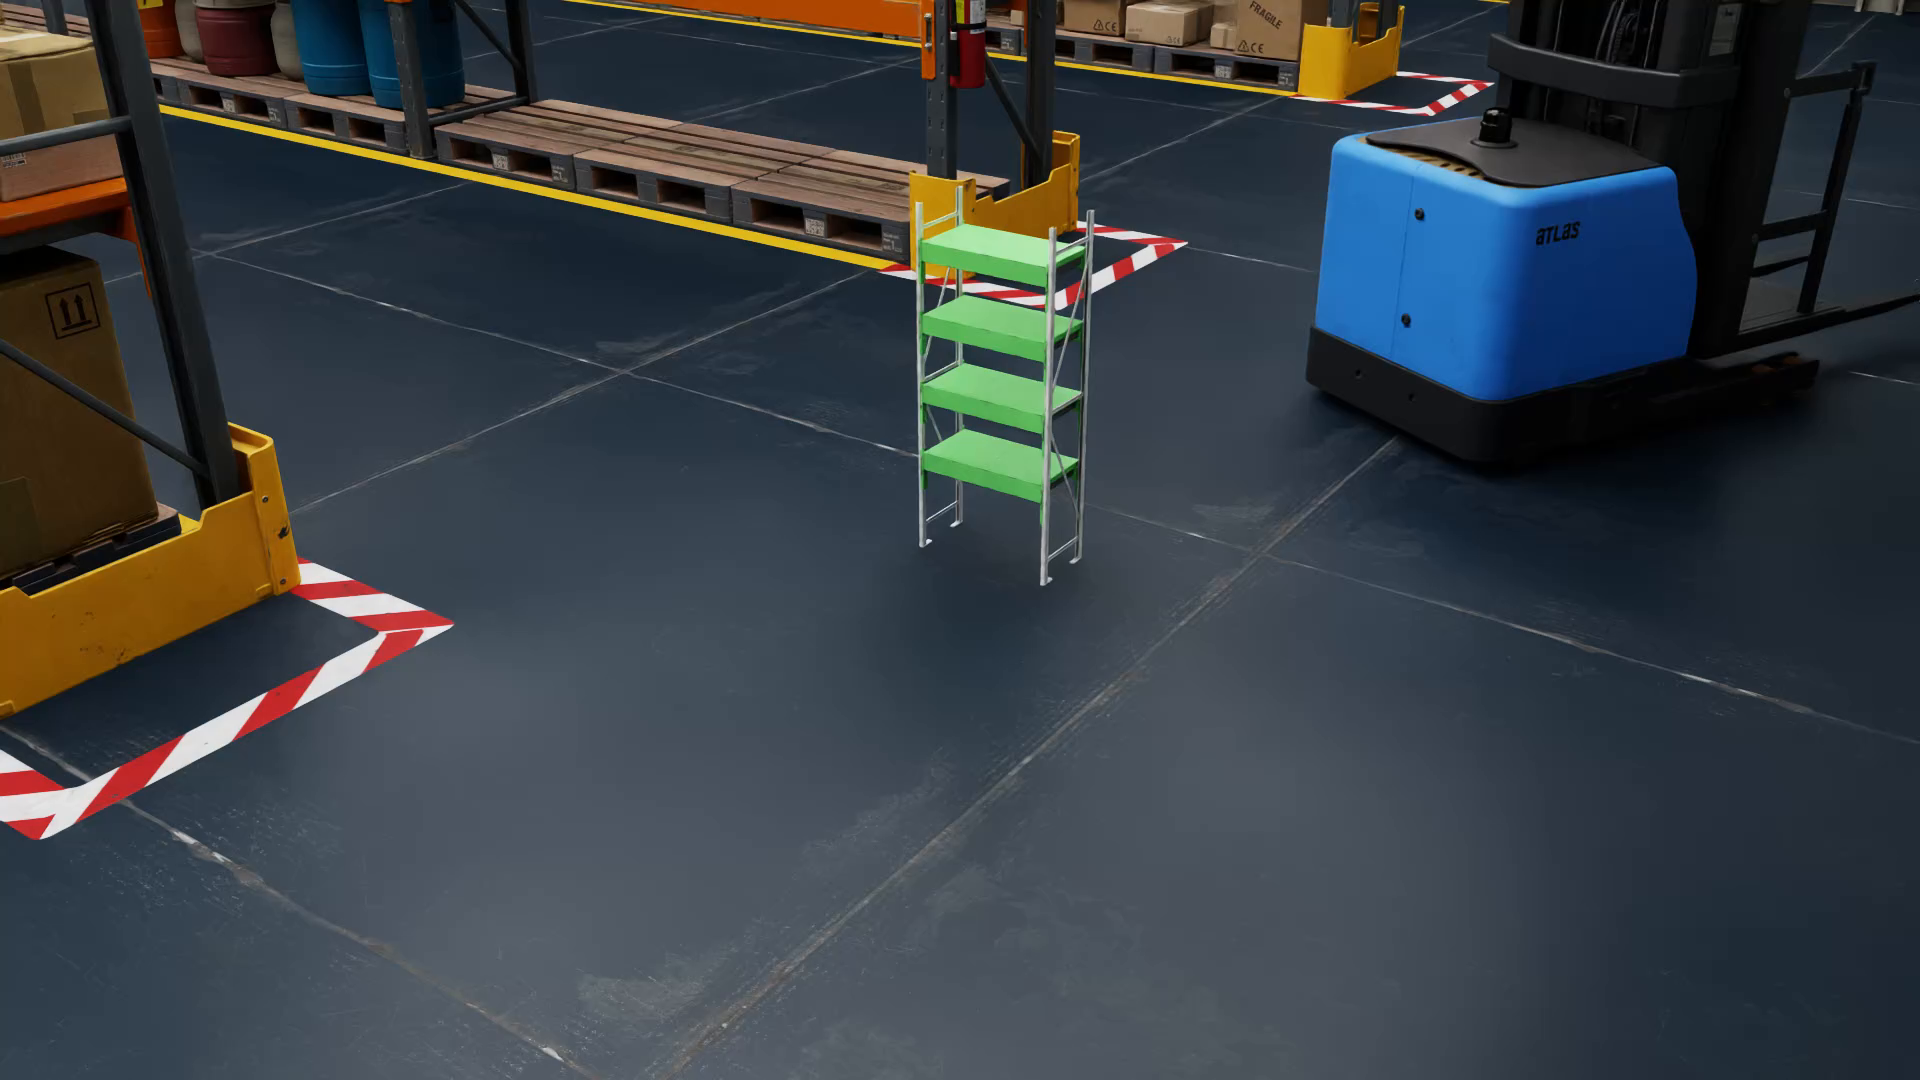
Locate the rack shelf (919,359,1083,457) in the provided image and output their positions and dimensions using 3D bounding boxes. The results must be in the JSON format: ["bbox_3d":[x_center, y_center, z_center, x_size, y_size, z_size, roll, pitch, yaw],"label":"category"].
[{"bbox_3d":[0.136,-0.435,5.423,0.480,0.148,0.258,17,32,30],"label":"rack shelf"}]

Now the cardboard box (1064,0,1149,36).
[{"bbox_3d":[1.230,-4.366,13.290,0.637,0.503,0.797,17,32,30],"label":"cardboard box"}]

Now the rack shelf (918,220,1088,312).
[{"bbox_3d":[0.136,-0.863,5.206,0.480,0.148,0.258,17,32,30],"label":"rack shelf"}]

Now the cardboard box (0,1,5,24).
[{"bbox_3d":[-3.291,-1.786,4.963,0.500,0.500,0.500,16,31,29],"label":"cardboard box"}]

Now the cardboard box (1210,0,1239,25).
[{"bbox_3d":[2.276,-4.081,13.008,0.500,0.250,0.500,17,32,30],"label":"cardboard box"}]

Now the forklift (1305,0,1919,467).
[{"bbox_3d":[2.973,-2.052,6.550,3.031,2.935,1.130,-14,30,-26],"label":"forklift"}]

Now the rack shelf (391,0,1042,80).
[{"bbox_3d":[-1.481,-3.078,9.284,4.000,0.370,1.077,17,32,30],"label":"rack shelf"}]

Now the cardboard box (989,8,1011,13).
[{"bbox_3d":[0.308,-4.805,14.155,0.500,0.500,0.500,17,32,30],"label":"cardboard box"}]

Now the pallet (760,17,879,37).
[{"bbox_3d":[-1.014,-4.715,14.783,1.213,0.211,1.003,17,32,30],"label":"pallet"}]

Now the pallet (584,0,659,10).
[{"bbox_3d":[-3.025,-5.342,16.014,1.213,0.211,1.003,17,32,30],"label":"pallet"}]

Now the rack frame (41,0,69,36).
[{"bbox_3d":[-6.427,-4.939,12.149,0.127,3.000,1.000,17,32,30],"label":"rack frame"}]

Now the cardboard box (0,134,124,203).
[{"bbox_3d":[-2.742,-1.136,4.952,0.250,0.149,0.380,18,32,31],"label":"cardboard box"}]

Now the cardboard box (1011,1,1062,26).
[{"bbox_3d":[0.620,-4.290,13.510,0.250,0.166,0.380,17,32,30],"label":"cardboard box"}]

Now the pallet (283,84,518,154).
[{"bbox_3d":[-3.742,-2.883,11.183,1.213,0.211,1.003,17,32,30],"label":"pallet"}]

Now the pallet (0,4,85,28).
[{"bbox_3d":[-8.045,-4.224,13.817,1.213,0.211,1.003,17,32,30],"label":"pallet"}]

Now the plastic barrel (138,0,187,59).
[{"bbox_3d":[-6.014,-4.040,12.311,0.708,0.830,0.600,17,32,30],"label":"plastic barrel"}]

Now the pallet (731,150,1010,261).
[{"bbox_3d":[-0.490,-1.869,9.189,1.213,0.211,1.003,17,32,30],"label":"pallet"}]

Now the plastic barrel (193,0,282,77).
[{"bbox_3d":[-5.083,-3.643,11.796,0.708,0.588,0.600,17,32,30],"label":"plastic barrel"}]

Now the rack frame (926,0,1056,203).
[{"bbox_3d":[0.168,-2.885,8.112,0.127,3.000,1.000,17,32,30],"label":"rack frame"}]

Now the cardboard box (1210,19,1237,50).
[{"bbox_3d":[2.105,-3.855,12.656,0.250,0.166,0.380,17,32,30],"label":"cardboard box"}]

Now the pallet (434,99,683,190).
[{"bbox_3d":[-2.501,-2.495,10.420,1.213,0.211,1.003,17,32,30],"label":"pallet"}]

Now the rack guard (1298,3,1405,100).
[{"bbox_3d":[2.913,-3.642,12.354,0.348,0.500,1.175,17,32,30],"label":"rack guard"}]

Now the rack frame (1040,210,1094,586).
[{"bbox_3d":[0.338,-0.430,5.271,0.015,1.200,0.240,17,32,30],"label":"rack frame"}]

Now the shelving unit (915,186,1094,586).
[{"bbox_3d":[0.136,-0.492,5.394,0.503,1.200,0.258,17,32,30],"label":"shelving unit"}]

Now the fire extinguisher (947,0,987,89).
[{"bbox_3d":[0.035,-2.476,7.804,0.183,0.674,0.296,17,32,30],"label":"fire extinguisher"}]

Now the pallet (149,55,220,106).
[{"bbox_3d":[-5.753,-3.510,12.414,1.213,0.211,1.003,17,32,30],"label":"pallet"}]

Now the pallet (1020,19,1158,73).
[{"bbox_3d":[1.253,-4.031,13.438,1.213,0.211,1.003,17,32,30],"label":"pallet"}]

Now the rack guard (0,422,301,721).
[{"bbox_3d":[-2.617,0.087,5.028,0.348,0.500,1.175,17,32,30],"label":"rack guard"}]

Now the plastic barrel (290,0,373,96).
[{"bbox_3d":[-4.152,-3.492,11.155,0.708,0.901,0.600,17,32,30],"label":"plastic barrel"}]

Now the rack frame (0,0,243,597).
[{"bbox_3d":[-2.636,-1.033,4.473,0.127,3.000,1.000,17,32,30],"label":"rack frame"}]

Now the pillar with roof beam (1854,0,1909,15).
[{"bbox_3d":[6.055,-7.283,10.140,0.400,9.000,9.100,17,32,30],"label":"pillar with roof beam"}]
